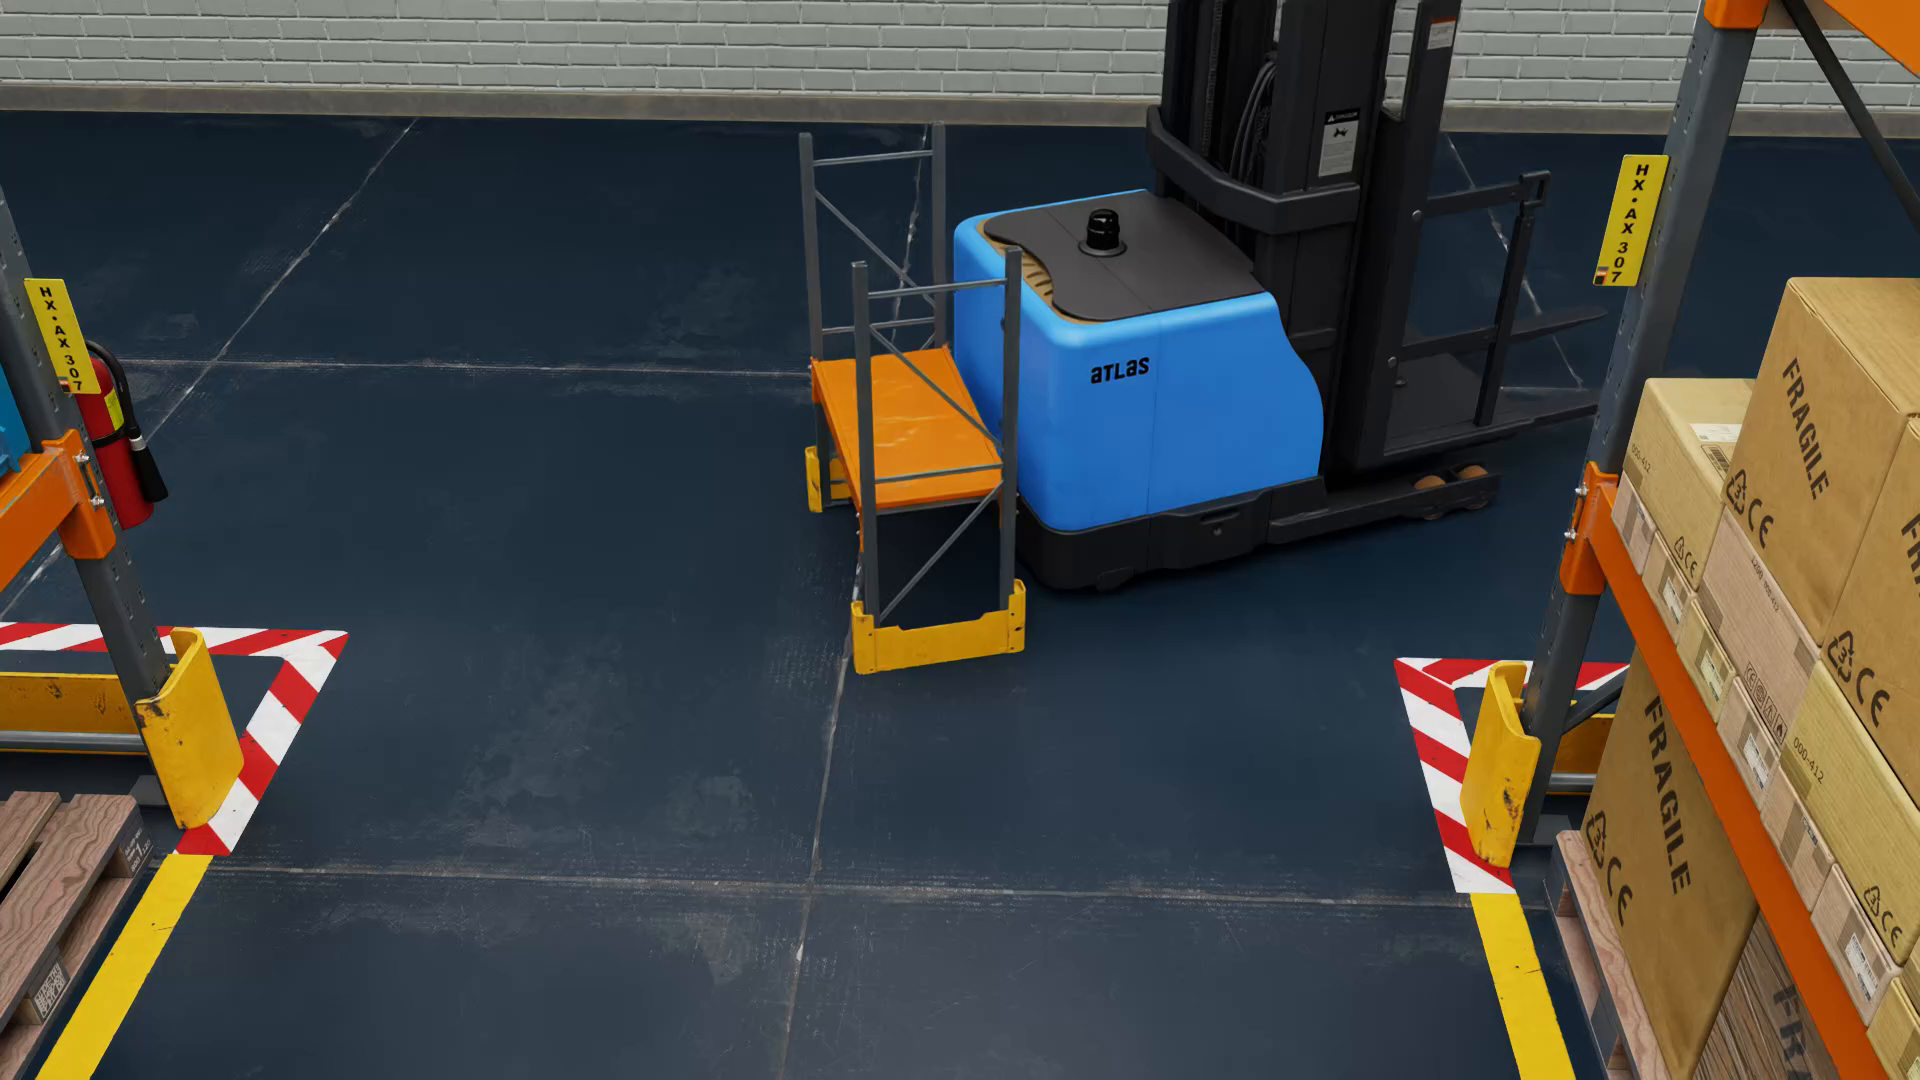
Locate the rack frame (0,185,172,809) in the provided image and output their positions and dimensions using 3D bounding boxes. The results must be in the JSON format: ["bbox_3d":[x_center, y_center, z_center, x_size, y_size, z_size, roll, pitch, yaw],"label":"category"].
[{"bbox_3d":[-2.834,-0.452,4.285,1.000,3.000,0.127,1,35,2],"label":"rack frame"}]

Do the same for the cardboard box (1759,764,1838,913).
[{"bbox_3d":[1.732,0.552,3.075,0.380,0.149,0.250,1,35,1],"label":"cardboard box"}]

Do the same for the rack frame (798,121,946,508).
[{"bbox_3d":[-0.297,-0.777,6.051,0.500,1.500,0.032,-8,36,-11],"label":"rack frame"}]

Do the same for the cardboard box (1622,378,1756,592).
[{"bbox_3d":[1.826,-0.129,3.696,0.500,0.250,0.500,0,35,1],"label":"cardboard box"}]

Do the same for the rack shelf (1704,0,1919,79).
[{"bbox_3d":[2.035,-0.122,1.832,1.077,0.370,4.000,1,35,2],"label":"rack shelf"}]

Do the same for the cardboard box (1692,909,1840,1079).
[{"bbox_3d":[2.133,1.252,3.343,0.875,0.875,0.875,1,35,2],"label":"cardboard box"}]

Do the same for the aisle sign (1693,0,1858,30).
[{"bbox_3d":[1.818,-1.450,3.443,0.394,0.787,0.004,1,35,2],"label":"aisle sign"}]

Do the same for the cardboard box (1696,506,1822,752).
[{"bbox_3d":[1.812,0.170,3.271,0.500,0.250,0.500,1,35,1],"label":"cardboard box"}]

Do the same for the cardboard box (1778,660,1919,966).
[{"bbox_3d":[1.788,0.459,2.861,0.500,0.250,0.500,0,35,0],"label":"cardboard box"}]

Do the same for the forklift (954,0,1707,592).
[{"bbox_3d":[1.533,-1.546,5.901,3.031,2.935,1.130,-13,37,-17],"label":"forklift"}]

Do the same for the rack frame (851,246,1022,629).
[{"bbox_3d":[-0.066,-0.207,5.241,0.500,1.500,0.032,-8,36,-11],"label":"rack frame"}]

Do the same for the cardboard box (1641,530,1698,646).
[{"bbox_3d":[1.762,0.109,3.705,0.380,0.149,0.250,1,35,1],"label":"cardboard box"}]

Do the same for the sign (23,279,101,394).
[{"bbox_3d":[-2.283,-0.516,4.233,0.100,0.325,0.005,1,35,2],"label":"sign"}]

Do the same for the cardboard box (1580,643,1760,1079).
[{"bbox_3d":[2.169,0.729,4.087,0.875,0.875,0.875,1,35,2],"label":"cardboard box"}]

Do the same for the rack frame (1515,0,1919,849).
[{"bbox_3d":[2.115,-0.338,4.122,1.000,3.000,0.127,1,35,2],"label":"rack frame"}]

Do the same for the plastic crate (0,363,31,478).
[{"bbox_3d":[-2.661,-0.295,3.978,0.616,0.435,0.499,1,35,2],"label":"plastic crate"}]

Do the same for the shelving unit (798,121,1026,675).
[{"bbox_3d":[-0.184,-0.497,5.653,0.587,1.500,1.083,-8,36,-11],"label":"shelving unit"}]

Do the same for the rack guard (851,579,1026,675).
[{"bbox_3d":[-0.071,0.293,5.616,0.587,0.250,0.087,-8,36,-11],"label":"rack guard"}]

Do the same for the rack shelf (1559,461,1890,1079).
[{"bbox_3d":[2.035,1.105,2.694,1.077,0.370,4.000,1,35,2],"label":"rack shelf"}]

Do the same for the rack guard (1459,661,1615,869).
[{"bbox_3d":[2.116,0.671,4.861,1.175,0.500,0.348,1,35,2],"label":"rack guard"}]

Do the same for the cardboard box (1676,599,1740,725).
[{"bbox_3d":[1.752,0.256,3.496,0.380,0.149,0.250,1,35,1],"label":"cardboard box"}]

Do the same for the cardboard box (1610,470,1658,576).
[{"bbox_3d":[1.771,-0.039,3.915,0.380,0.149,0.250,2,35,2],"label":"cardboard box"}]

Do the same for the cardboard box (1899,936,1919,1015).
[{"bbox_3d":[1.772,0.758,2.434,0.500,0.250,0.500,1,35,1],"label":"cardboard box"}]

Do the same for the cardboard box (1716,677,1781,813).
[{"bbox_3d":[1.743,0.406,3.283,0.380,0.149,0.250,1,35,1],"label":"cardboard box"}]

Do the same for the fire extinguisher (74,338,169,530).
[{"bbox_3d":[-2.374,-0.344,4.523,0.296,0.674,0.183,1,35,2],"label":"fire extinguisher"}]

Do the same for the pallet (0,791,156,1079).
[{"bbox_3d":[-2.906,1.161,4.414,1.003,0.211,1.213,1,35,2],"label":"pallet"}]

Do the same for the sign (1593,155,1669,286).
[{"bbox_3d":[1.561,-0.741,3.874,0.100,0.325,0.005,1,35,2],"label":"sign"}]

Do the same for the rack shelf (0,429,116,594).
[{"bbox_3d":[-2.914,0.991,2.857,1.077,0.370,4.000,1,35,2],"label":"rack shelf"}]

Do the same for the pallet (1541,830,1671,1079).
[{"bbox_3d":[2.161,1.264,4.268,1.003,0.211,1.213,1,35,2],"label":"pallet"}]

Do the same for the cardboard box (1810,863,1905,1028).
[{"bbox_3d":[1.722,0.700,2.864,0.380,0.149,0.250,1,35,1],"label":"cardboard box"}]

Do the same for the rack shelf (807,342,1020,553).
[{"bbox_3d":[-0.182,-0.345,5.749,0.538,0.185,1.000,-8,36,-11],"label":"rack shelf"}]

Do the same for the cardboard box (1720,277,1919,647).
[{"bbox_3d":[1.806,-0.148,3.072,0.500,0.500,0.500,1,35,1],"label":"cardboard box"}]

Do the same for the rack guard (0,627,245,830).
[{"bbox_3d":[-2.846,0.556,5.024,1.175,0.500,0.348,1,35,2],"label":"rack guard"}]

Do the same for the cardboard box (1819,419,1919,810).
[{"bbox_3d":[1.791,0.149,2.648,0.500,0.500,0.500,0,35,1],"label":"cardboard box"}]

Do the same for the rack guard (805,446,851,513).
[{"bbox_3d":[-0.297,-0.265,6.409,0.587,0.250,0.087,-8,36,-11],"label":"rack guard"}]

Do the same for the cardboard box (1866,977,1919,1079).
[{"bbox_3d":[1.711,0.845,2.658,0.380,0.149,0.250,0,35,1],"label":"cardboard box"}]
